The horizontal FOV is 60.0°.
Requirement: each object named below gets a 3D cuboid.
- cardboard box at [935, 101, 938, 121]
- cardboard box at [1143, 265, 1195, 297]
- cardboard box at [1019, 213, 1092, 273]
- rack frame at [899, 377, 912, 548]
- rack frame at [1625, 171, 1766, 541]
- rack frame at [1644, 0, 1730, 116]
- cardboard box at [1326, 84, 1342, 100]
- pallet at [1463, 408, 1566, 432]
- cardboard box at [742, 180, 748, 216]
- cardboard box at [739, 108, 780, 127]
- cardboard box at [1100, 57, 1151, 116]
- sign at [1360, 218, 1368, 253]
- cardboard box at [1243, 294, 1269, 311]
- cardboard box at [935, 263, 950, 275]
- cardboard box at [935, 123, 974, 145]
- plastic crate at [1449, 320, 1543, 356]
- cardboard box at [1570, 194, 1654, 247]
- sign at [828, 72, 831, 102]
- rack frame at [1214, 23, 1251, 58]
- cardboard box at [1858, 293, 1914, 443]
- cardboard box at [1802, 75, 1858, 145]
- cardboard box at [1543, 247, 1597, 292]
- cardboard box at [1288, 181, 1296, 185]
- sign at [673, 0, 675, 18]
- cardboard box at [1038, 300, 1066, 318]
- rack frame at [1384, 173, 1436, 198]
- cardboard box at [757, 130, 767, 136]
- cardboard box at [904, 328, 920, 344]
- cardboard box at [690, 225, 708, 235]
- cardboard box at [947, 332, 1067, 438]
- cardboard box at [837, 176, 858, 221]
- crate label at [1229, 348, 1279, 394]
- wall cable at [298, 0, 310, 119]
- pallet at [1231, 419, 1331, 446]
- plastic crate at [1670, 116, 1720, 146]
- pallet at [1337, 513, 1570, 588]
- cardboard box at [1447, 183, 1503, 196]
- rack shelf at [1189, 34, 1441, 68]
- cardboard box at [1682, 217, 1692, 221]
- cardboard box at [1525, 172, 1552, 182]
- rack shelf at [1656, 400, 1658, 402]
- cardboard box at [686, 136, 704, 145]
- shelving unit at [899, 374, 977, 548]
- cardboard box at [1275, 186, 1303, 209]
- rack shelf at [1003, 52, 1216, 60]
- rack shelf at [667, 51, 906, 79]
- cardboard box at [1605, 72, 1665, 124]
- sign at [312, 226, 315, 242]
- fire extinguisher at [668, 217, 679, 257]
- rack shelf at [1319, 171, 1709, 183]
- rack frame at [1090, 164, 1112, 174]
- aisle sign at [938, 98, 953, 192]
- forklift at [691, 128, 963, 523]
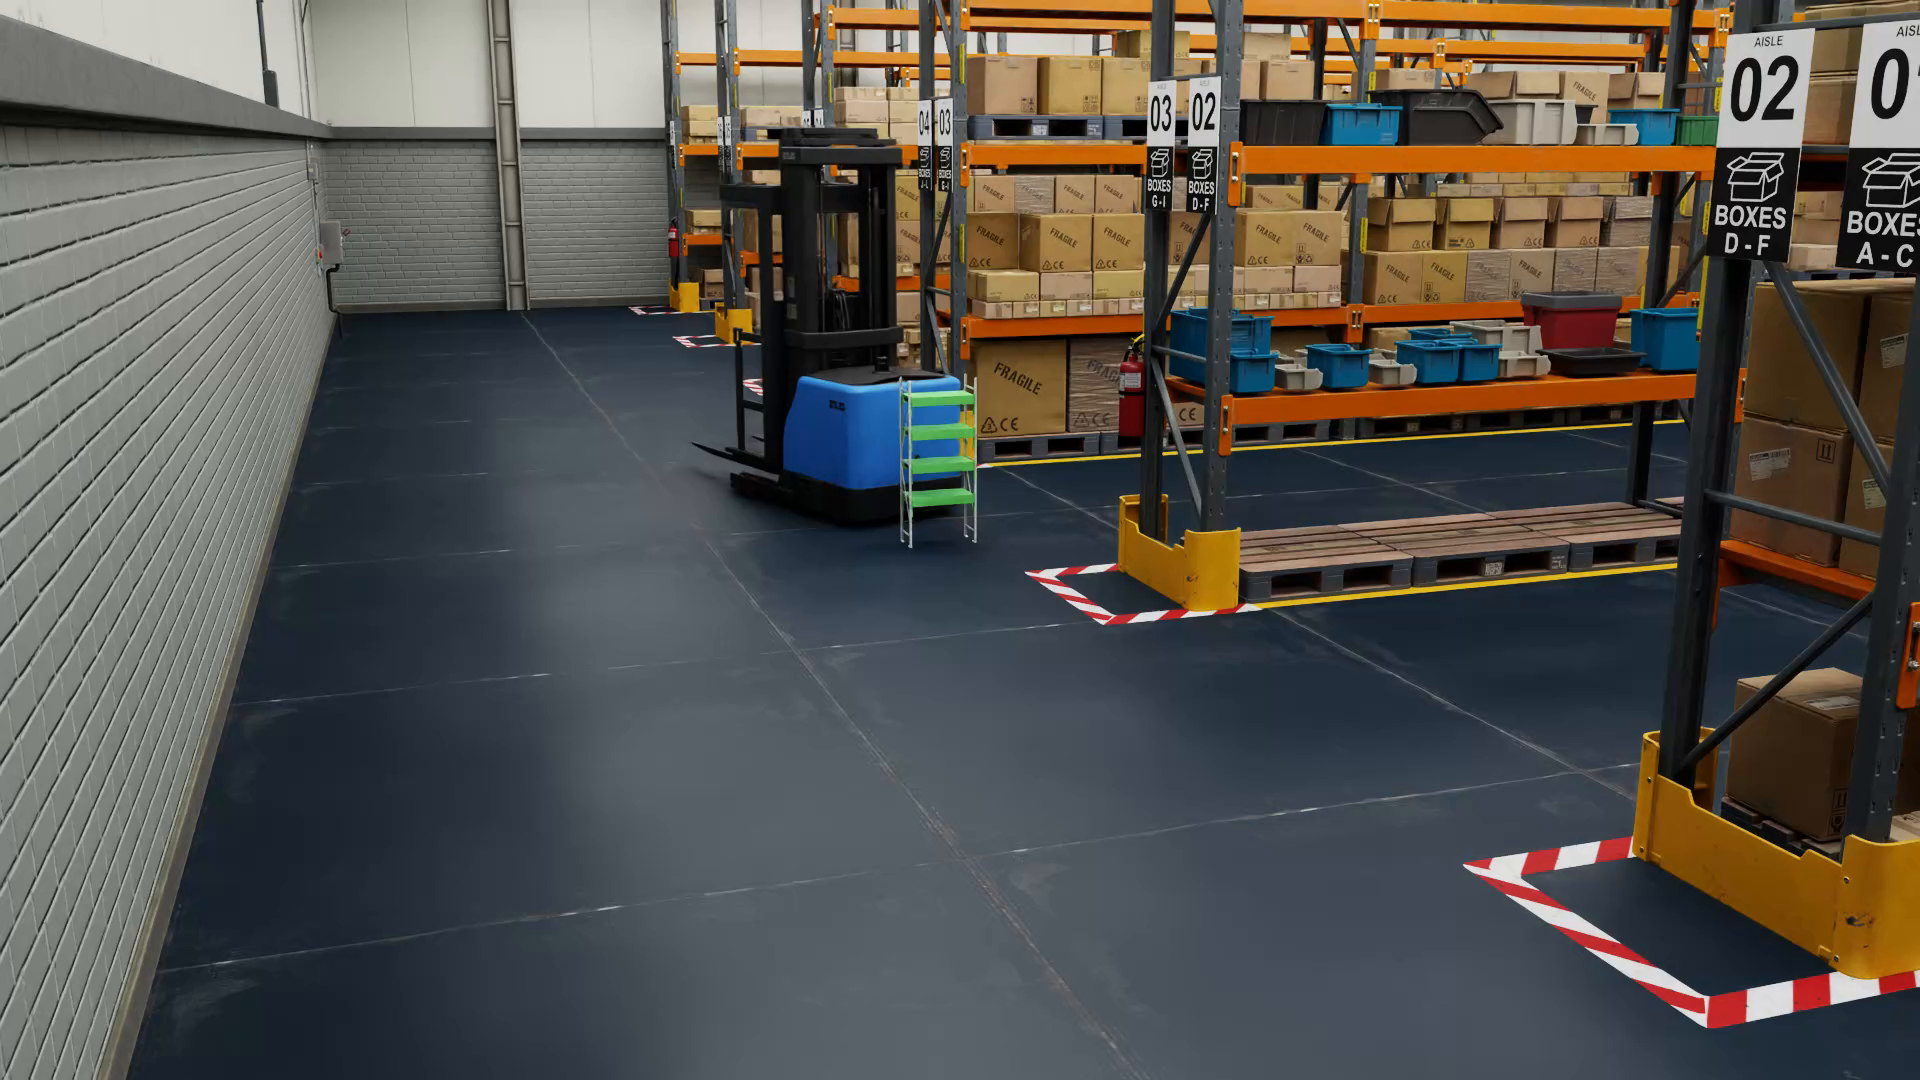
[{"bbox_3d":[-0.166,-5.016,19.512,0.500,0.250,0.500,-4,14,-17],"label":"cardboard box"},{"bbox_3d":[1.846,-2.407,15.459,0.500,0.250,0.500,-5,14,-19],"label":"cardboard box"},{"bbox_3d":[0.859,-2.692,15.041,0.500,0.500,0.500,-5,14,-19],"label":"cardboard box"},{"bbox_3d":[-0.388,-0.553,11.877,0.015,1.200,0.240,-4,14,-18],"label":"rack frame"},{"bbox_3d":[5.215,-1.452,11.764,0.127,3.000,1.000,-4,14,-18],"label":"rack frame"},{"bbox_3d":[7.426,-5.752,16.878,0.127,3.000,1.000,-4,14,-18],"label":"rack frame"},{"bbox_3d":[4.751,-5.774,21.582,0.258,0.266,0.396,-4,14,-18],"label":"cardboard box"},{"bbox_3d":[5.501,-1.346,17.345,1.213,0.211,1.003,-4,14,-18],"label":"pallet"},{"bbox_3d":[-2.936,-5.039,24.469,0.500,0.500,0.500,-4,14,-16],"label":"cardboard box"},{"bbox_3d":[-2.919,-6.108,24.060,0.500,0.250,0.500,-6,15,-23],"label":"cardboard box"},{"bbox_3d":[1.366,-4.118,15.150,0.500,0.500,0.700,-5,14,-22],"label":"cardboard box"},{"bbox_3d":[3.813,-2.876,15.710,0.005,0.325,0.100,-4,14,-18],"label":"sign"},{"bbox_3d":[2.719,-2.265,15.724,0.250,0.149,0.380,-4,14,-17],"label":"cardboard box"},{"bbox_3d":[-0.264,-3.268,19.941,0.250,0.149,0.380,-5,14,-19],"label":"cardboard box"},{"bbox_3d":[-0.151,-4.780,19.599,0.500,0.250,0.500,-5,14,-20],"label":"cardboard box"},{"bbox_3d":[3.709,-1.351,11.467,0.530,0.282,0.437,-4,14,-18],"label":"plastic crate"},{"bbox_3d":[6.728,-3.320,17.232,0.637,0.503,0.797,-4,14,-16],"label":"cardboard box"},{"bbox_3d":[-1.469,-5.104,18.746,0.005,0.325,0.100,-4,14,-18],"label":"sign"},{"bbox_3d":[4.265,-7.925,26.015,0.127,3.000,1.000,-4,14,-18],"label":"rack frame"},{"bbox_3d":[3.504,-0.580,5.722,0.500,0.500,0.500,-4,14,-16],"label":"cardboard box"},{"bbox_3d":[3.403,-1.552,6.027,0.500,0.250,0.500,-4,14,-18],"label":"cardboard box"},{"bbox_3d":[6.072,-2.717,16.865,0.500,0.500,0.500,-5,14,-20],"label":"cardboard box"},{"bbox_3d":[6.676,-6.989,32.783,0.250,0.149,0.380,-4,14,-18],"label":"cardboard box"},{"bbox_3d":[-4.730,-8.797,27.491,0.005,0.325,0.100,-4,14,-18],"label":"sign"},{"bbox_3d":[0.771,-2.113,15.085,0.250,0.149,0.380,-5,14,-19],"label":"cardboard box"},{"bbox_3d":[5.940,-3.929,22.177,0.127,3.000,1.000,-4,14,-18],"label":"rack frame"},{"bbox_3d":[-3.432,-7.086,28.648,0.500,0.250,0.500,-5,14,-20],"label":"cardboard box"},{"bbox_3d":[-0.535,-2.446,19.913,0.250,0.149,0.380,-4,14,-18],"label":"cardboard box"},{"bbox_3d":[-4.504,-5.347,28.681,0.250,0.149,0.380,-5,14,-18],"label":"cardboard box"},{"bbox_3d":[0.425,-1.478,15.559,0.875,0.875,0.875,-4,14,-18],"label":"cardboard box"},{"bbox_3d":[-1.132,-3.993,19.427,0.500,0.500,0.500,-5,14,-18],"label":"cardboard box"},{"bbox_3d":[1.763,-1.050,10.308,0.303,0.233,0.416,-4,14,-18],"label":"crate label"},{"bbox_3d":[-8.855,-7.018,22.203,0.029,3.000,2.355,-4,14,-18],"label":"wall cable"},{"bbox_3d":[2.889,-1.142,16.490,1.213,0.211,1.003,-4,14,-18],"label":"pallet"},{"bbox_3d":[4.910,-2.710,11.031,0.662,0.188,0.450,-4,14,-18],"label":"plastic crate"},{"bbox_3d":[3.372,0.059,11.441,1.213,0.211,1.003,-4,14,-18],"label":"pallet"},{"bbox_3d":[6.848,-4.532,22.338,0.500,0.500,0.700,-5,14,-19],"label":"cardboard box"},{"bbox_3d":[4.044,-6.155,20.991,4.000,0.370,1.077,-4,14,-18],"label":"rack shelf"},{"bbox_3d":[10.077,-4.327,23.526,0.550,0.550,0.875,-4,14,-18],"label":"cardboard box"},{"bbox_3d":[9.518,-6.031,27.995,0.500,0.500,0.700,-5,14,-19],"label":"cardboard box"},{"bbox_3d":[7.110,-1.249,12.468,4.000,0.370,1.077,-4,14,-18],"label":"rack shelf"},{"bbox_3d":[-4.527,-6.814,28.369,0.250,0.149,0.380,-4,14,-17],"label":"cardboard box"},{"bbox_3d":[-0.157,-0.572,11.953,0.503,1.200,0.258,-4,14,-18],"label":"shelving unit"},{"bbox_3d":[5.257,-5.427,26.709,0.500,0.500,0.500,-4,14,-15],"label":"cardboard box"},{"bbox_3d":[2.370,-7.233,25.524,4.000,0.370,1.077,-4,14,-18],"label":"rack shelf"},{"bbox_3d":[-3.008,-8.219,28.813,4.000,0.370,1.077,-4,14,-18],"label":"rack shelf"},{"bbox_3d":[6.871,-4.486,16.909,0.637,0.503,0.797,-4,14,-15],"label":"cardboard box"},{"bbox_3d":[-8.696,-4.111,22.361,0.001,0.218,0.327,-4,14,-18],"label":"sign"},{"bbox_3d":[-4.895,-5.173,28.383,0.183,0.674,0.296,-4,14,-18],"label":"fire extinguisher"},{"bbox_3d":[5.531,-3.795,16.687,4.000,0.370,1.077,-4,14,-18],"label":"rack shelf"},{"bbox_3d":[2.679,-6.095,31.285,0.127,3.000,1.000,-4,14,-18],"label":"rack frame"},{"bbox_3d":[-0.129,-3.436,14.490,0.004,0.787,0.394,-4,14,-18],"label":"aisle sign"},{"bbox_3d":[-1.247,-1.842,13.553,1.130,2.935,3.031,-9,16,-35],"label":"forklift"}]
